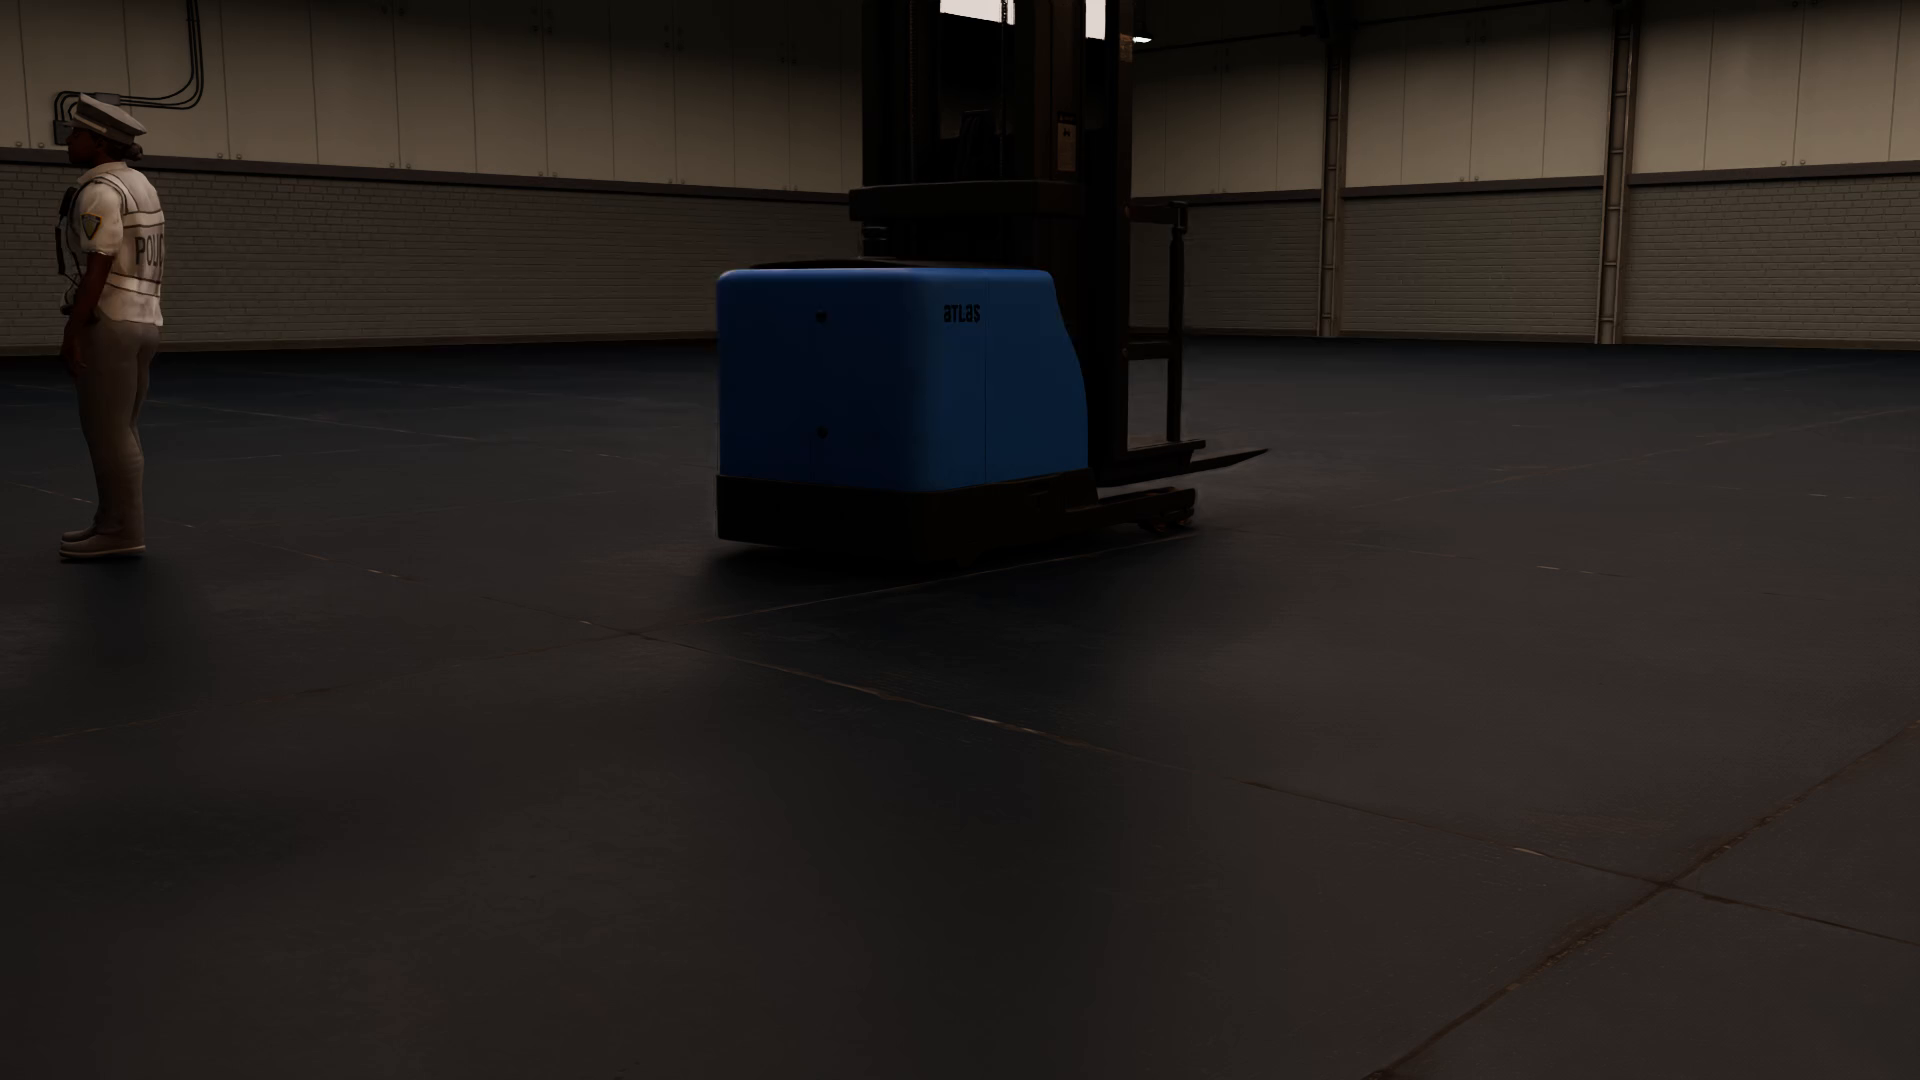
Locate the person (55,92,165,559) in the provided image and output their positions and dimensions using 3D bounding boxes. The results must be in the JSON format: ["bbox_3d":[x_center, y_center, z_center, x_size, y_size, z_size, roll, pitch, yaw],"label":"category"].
[{"bbox_3d":[-3.219,-0.782,6.173,0.530,1.695,0.570,-1,9,-6],"label":"person"}]

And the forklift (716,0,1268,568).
[{"bbox_3d":[0.354,-1.524,6.994,1.130,2.935,3.031,6,11,36],"label":"forklift"}]
